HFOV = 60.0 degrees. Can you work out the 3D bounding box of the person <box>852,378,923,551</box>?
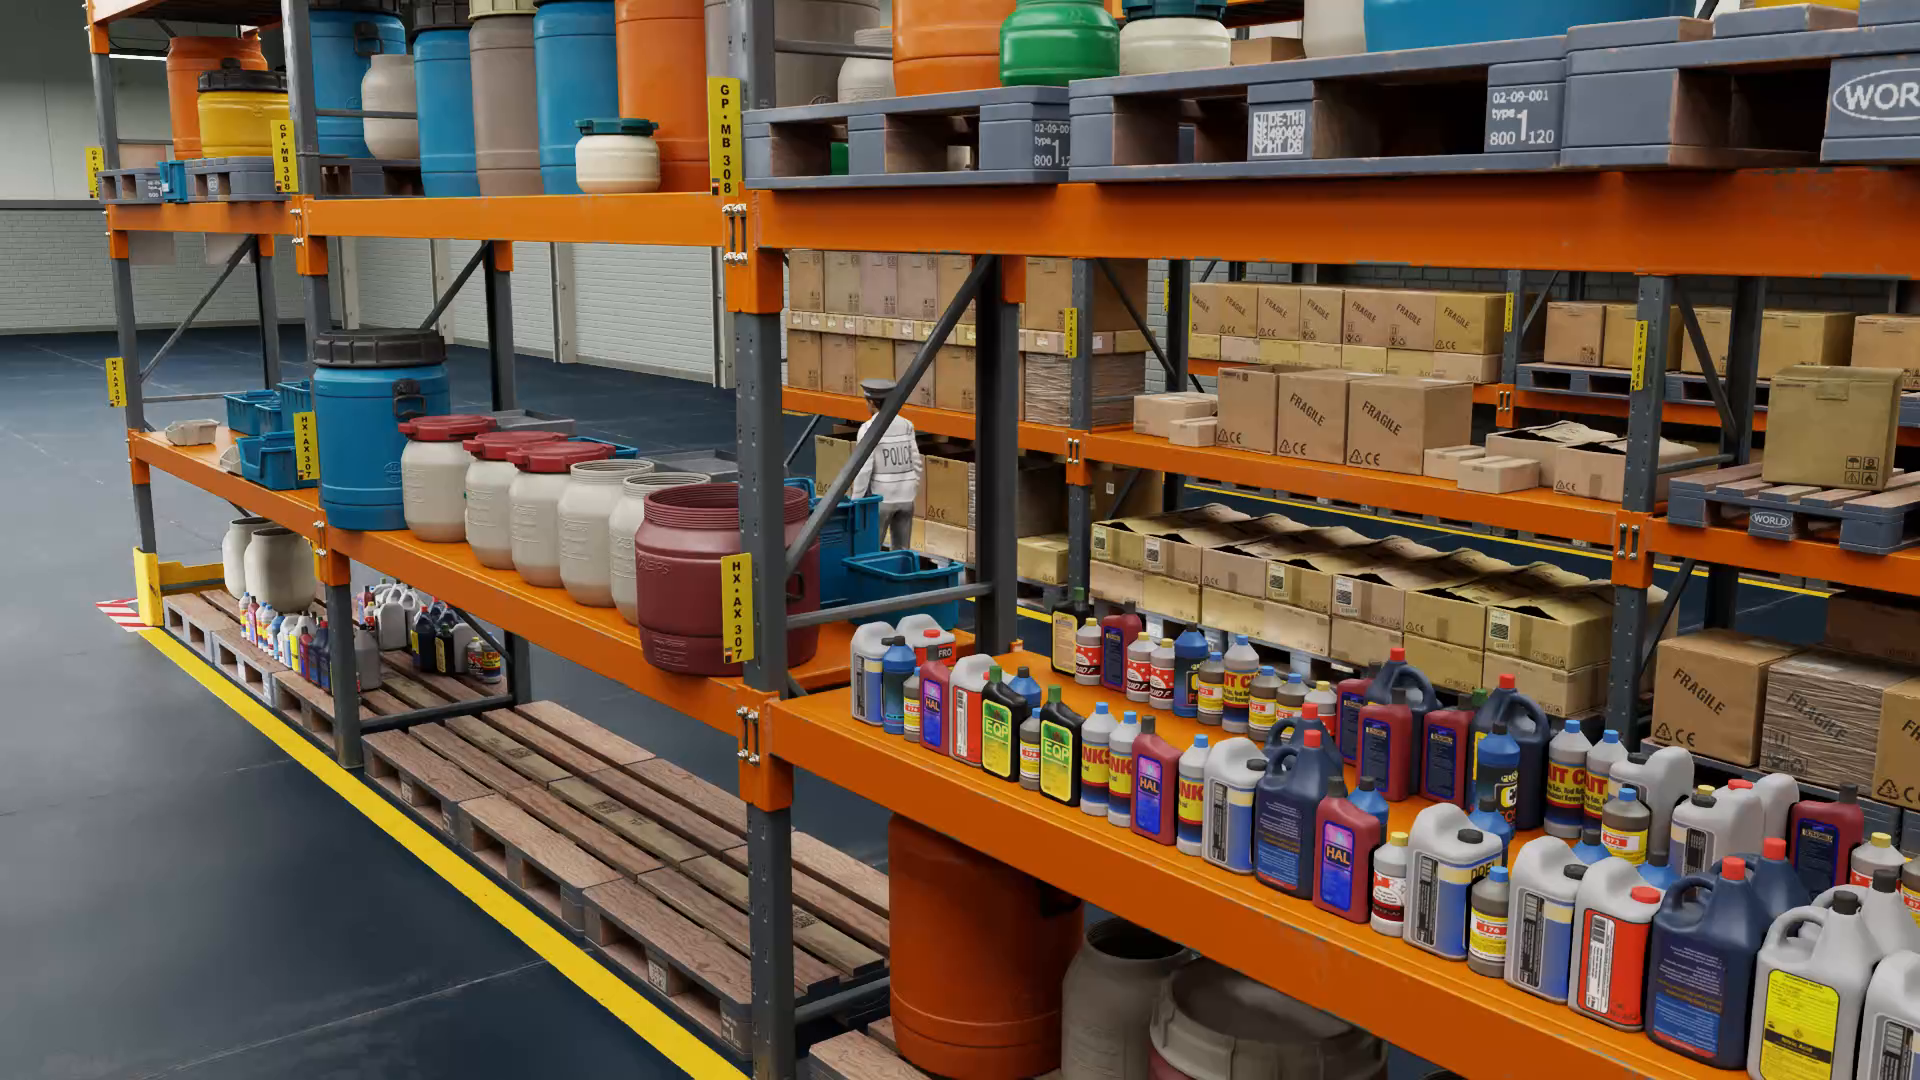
[{"bbox_3d":[-0.504,-0.251,11.211,0.530,1.663,0.404,-9,14,-37],"label":"person"}]
